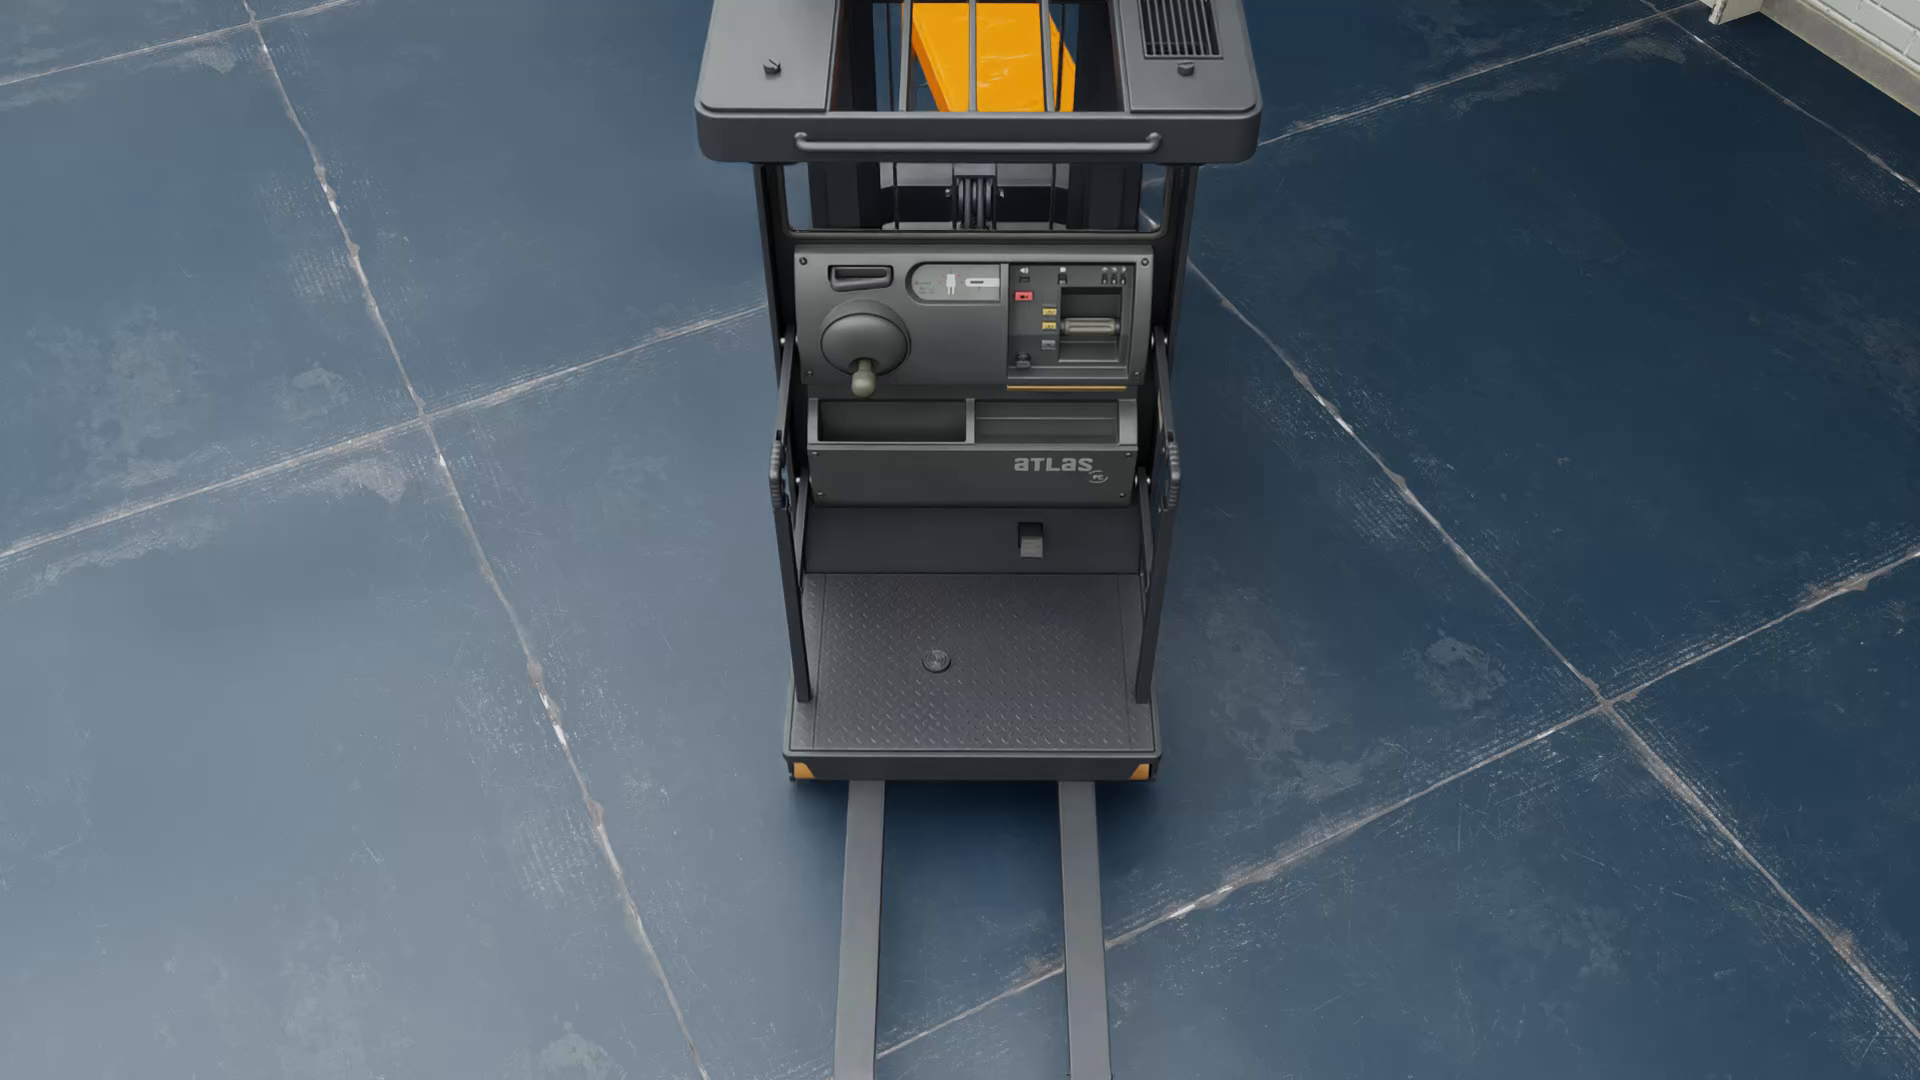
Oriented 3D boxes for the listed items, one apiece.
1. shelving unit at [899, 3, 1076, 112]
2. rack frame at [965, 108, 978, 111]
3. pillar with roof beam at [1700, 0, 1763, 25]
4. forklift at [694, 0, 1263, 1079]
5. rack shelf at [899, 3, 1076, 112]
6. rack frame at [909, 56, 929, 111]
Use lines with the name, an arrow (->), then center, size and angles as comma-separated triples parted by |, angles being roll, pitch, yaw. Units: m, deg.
shelving unit -> 0.147, -1.457, 6.277 | 0.538, 1.125, 1.048 | -10, 50, -9
rack frame -> 0.265, -1.085, 5.952 | 0.500, 1.125, 0.032 | -10, 50, -9
pillar with roof beam -> -0.196, -4.107, 3.364 | 9.100, 9.000, 0.400 | -21, 52, -18
forklift -> 0.037, -0.472, 4.215 | 1.130, 2.935, 3.031 | 0, 49, 0
rack shelf -> 0.147, -1.650, 6.057 | 0.538, 0.278, 1.000 | -10, 50, -9
rack frame -> 0.029, -1.830, 6.603 | 0.500, 1.125, 0.032 | -10, 50, -9
